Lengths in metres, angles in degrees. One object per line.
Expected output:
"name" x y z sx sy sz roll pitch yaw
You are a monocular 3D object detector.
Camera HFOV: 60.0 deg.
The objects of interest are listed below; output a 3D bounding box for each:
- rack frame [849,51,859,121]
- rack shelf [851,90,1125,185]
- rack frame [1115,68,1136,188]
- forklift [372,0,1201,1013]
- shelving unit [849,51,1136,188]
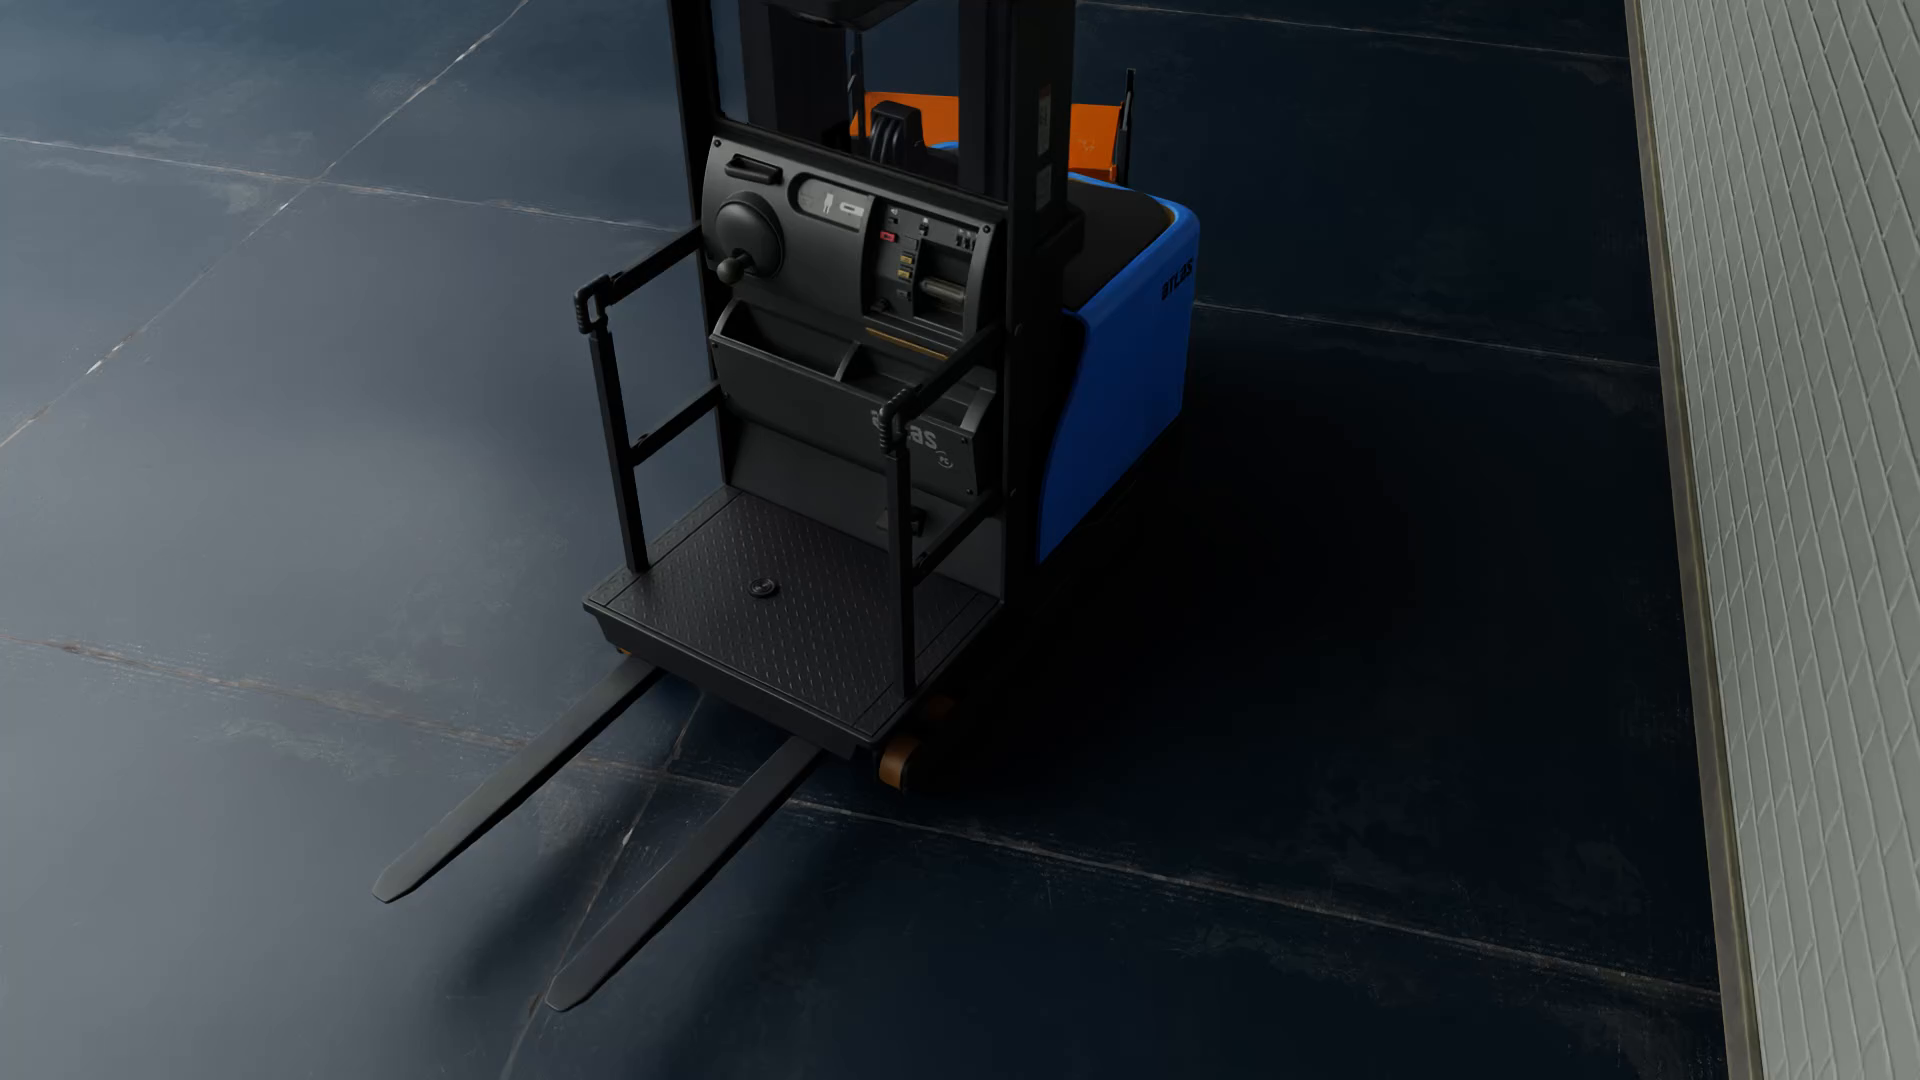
"rack frame" -0.418 -1.217 6.324 0.032 1.125 0.500 5 40 6
"rack shelf" 0.085 -1.394 6.080 1.000 0.278 0.538 5 40 6
"rack frame" 0.588 -1.124 6.213 0.032 1.125 0.500 5 40 6
"forklift" -0.429 -0.738 4.350 1.130 2.935 3.031 22 45 24
"shelving unit" 0.085 -1.170 6.269 1.048 1.125 0.538 5 40 6
